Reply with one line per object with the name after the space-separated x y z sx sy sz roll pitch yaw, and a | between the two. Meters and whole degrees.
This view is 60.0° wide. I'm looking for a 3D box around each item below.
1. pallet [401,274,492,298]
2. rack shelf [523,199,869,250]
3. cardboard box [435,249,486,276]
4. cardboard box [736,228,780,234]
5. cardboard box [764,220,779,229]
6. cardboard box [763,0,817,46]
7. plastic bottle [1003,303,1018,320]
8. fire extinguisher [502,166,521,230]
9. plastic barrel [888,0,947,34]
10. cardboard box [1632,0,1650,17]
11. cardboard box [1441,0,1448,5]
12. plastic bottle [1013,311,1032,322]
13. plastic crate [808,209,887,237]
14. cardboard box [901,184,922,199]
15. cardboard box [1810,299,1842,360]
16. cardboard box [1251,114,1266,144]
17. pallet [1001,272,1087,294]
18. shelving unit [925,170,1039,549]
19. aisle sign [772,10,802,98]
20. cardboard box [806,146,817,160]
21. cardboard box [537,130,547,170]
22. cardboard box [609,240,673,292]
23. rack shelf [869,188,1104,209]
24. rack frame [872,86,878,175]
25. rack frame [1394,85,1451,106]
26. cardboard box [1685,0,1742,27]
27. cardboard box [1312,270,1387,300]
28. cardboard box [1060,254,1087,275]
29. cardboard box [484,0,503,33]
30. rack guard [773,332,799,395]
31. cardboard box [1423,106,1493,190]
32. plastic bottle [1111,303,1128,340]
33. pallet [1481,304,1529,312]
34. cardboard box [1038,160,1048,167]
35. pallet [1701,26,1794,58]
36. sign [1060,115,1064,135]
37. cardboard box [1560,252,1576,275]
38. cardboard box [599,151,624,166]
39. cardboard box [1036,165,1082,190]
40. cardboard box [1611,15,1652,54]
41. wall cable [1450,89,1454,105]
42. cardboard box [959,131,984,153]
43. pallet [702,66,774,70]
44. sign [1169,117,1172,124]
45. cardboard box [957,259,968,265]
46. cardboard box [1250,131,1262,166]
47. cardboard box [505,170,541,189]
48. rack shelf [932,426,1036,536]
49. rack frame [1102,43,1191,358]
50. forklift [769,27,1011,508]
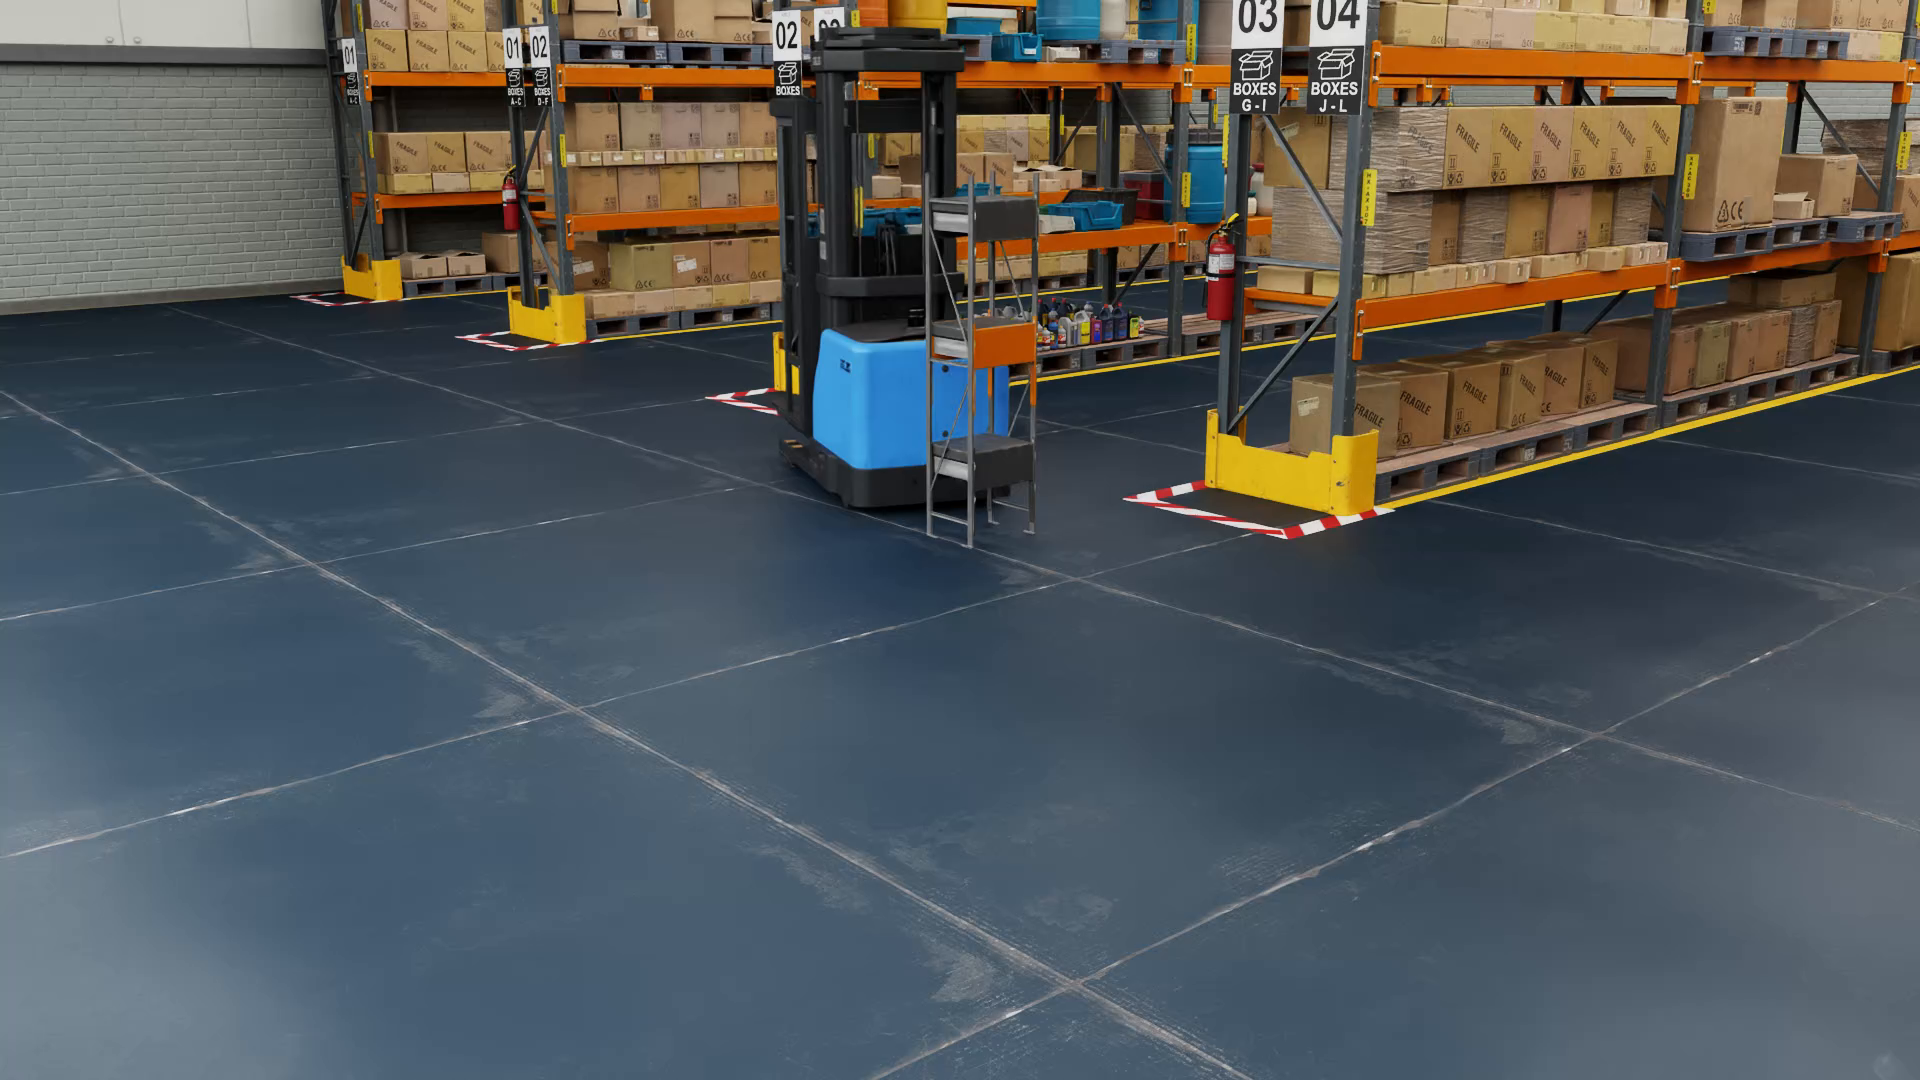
-6.995 -3.409 22.102 1.213 0.211 1.003 -13 19 -39 | pallet
-2.925 -3.640 18.957 4.000 0.370 1.077 -13 19 -39 | rack shelf
-6.678 -3.722 22.229 0.500 0.311 0.500 -11 18 -35 | cardboard box
-2.344 -3.459 19.948 0.500 0.500 0.500 -13 19 -39 | cardboard box
-2.984 -4.686 25.471 0.500 0.500 0.700 -13 20 -40 | cardboard box
-1.970 -6.060 19.533 0.500 0.500 0.500 -11 18 -35 | cardboard box
0.488 -2.134 16.207 0.185 0.351 0.144 -13 20 -40 | plastic bottle
-4.828 -3.681 17.870 0.183 0.674 0.296 -13 19 -39 | fire extinguisher
-0.409 -4.644 14.334 0.600 0.588 0.600 0 15 0 | plastic barrel
4.634 -3.768 11.750 0.250 0.149 0.380 -14 20 -42 | cardboard box
2.794 -3.382 10.305 0.250 0.149 0.380 -13 20 -40 | cardboard box
0.604 -2.073 16.124 0.135 0.276 0.152 -13 19 -39 | plastic bottle
-1.004 -2.755 14.538 0.616 0.251 0.499 -13 19 -39 | plastic crate
-0.614 -4.315 20.578 0.250 0.149 0.380 -13 19 -39 | cardboard box
7.609 -1.962 15.274 0.500 0.500 0.700 -14 20 -42 | cardboard box
4.830 -6.349 25.574 0.500 0.500 0.500 -13 19 -39 | cardboard box
0.954 -3.525 22.536 1.213 0.211 1.003 -13 19 -39 | pallet
0.125 -1.042 9.584 0.503 2.100 0.431 -13 19 -39 | shelving unit
-1.435 -3.985 13.819 0.004 0.787 0.394 -13 19 -39 | aisle sign
-1.865 -4.514 19.384 0.250 0.149 0.380 -13 20 -41 | cardboard box
-5.585 -5.280 22.504 0.500 0.500 0.500 -13 20 -41 | cardboard box
-3.508 -3.018 18.297 0.500 0.500 0.500 -13 19 -39 | cardboard box
0.092 -4.317 21.494 4.000 0.370 1.077 -13 19 -39 | rack shelf
-1.654 -5.967 26.278 0.127 3.000 1.000 -13 19 -39 | rack frame
7.636 -6.359 27.743 0.127 3.000 1.000 -13 19 -39 | rack frame
5.503 -4.159 12.682 0.637 0.503 0.797 -14 20 -42 | cardboard box
2.437 -1.600 10.413 0.250 0.149 0.380 -13 19 -39 | cardboard box
1.364 -3.741 22.459 0.500 0.250 0.500 -12 19 -38 | cardboard box
-6.360 -6.984 22.101 0.500 0.500 0.500 -13 20 -39 | cardboard box
-1.159 -1.498 14.389 0.348 0.500 1.175 -13 19 -39 | rack guard
3.042 -2.518 10.656 0.500 0.500 0.500 -13 19 -39 | cardboard box
1.536 -2.129 16.187 0.185 0.351 0.144 -13 20 -41 | plastic bottle
6.337 -3.039 20.717 1.213 0.211 1.003 -13 19 -39 | pallet
1.295 -6.421 28.424 0.250 0.149 0.380 -12 19 -39 | cardboard box
5.619 -3.839 12.862 1.003 0.211 1.213 -13 19 -39 | pallet
1.727 -7.062 28.286 0.005 0.325 0.100 -13 19 -39 | sign
4.139 -1.980 11.836 0.250 0.149 0.380 -13 19 -39 | cardboard box
-3.799 -4.080 17.761 0.250 0.149 0.380 -13 20 -41 | cardboard box
1.298 -4.907 22.482 0.500 0.311 0.500 -11 19 -36 | cardboard box
4.510 -3.559 11.740 0.500 0.250 0.500 -12 19 -38 | cardboard box
8.883 -9.609 34.305 0.112 2.526 3.097 -13 19 -39 | wall cable
0.045 -6.462 27.321 0.500 0.500 0.500 -12 19 -38 | cardboard box
-3.355 -6.908 24.352 1.003 0.211 1.213 -13 19 -39 | pallet
4.022 -7.888 31.638 0.005 0.325 0.100 -13 19 -39 | sign
-0.171 -3.665 21.085 0.500 0.311 0.500 -14 20 -41 | cardboard box
4.114 -5.896 25.002 0.700 0.500 0.500 8 17 28 | cardboard box
-5.959 -4.831 22.276 0.500 0.250 0.500 -12 19 -39 | cardboard box
0.125 -0.353 9.768 0.480 0.518 0.431 -13 19 -39 | rack shelf
1.832 -3.361 16.520 0.127 3.000 1.000 -13 19 -39 | rack frame
-0.646 -1.949 11.367 1.130 2.935 3.031 -5 16 -19 | forklift
